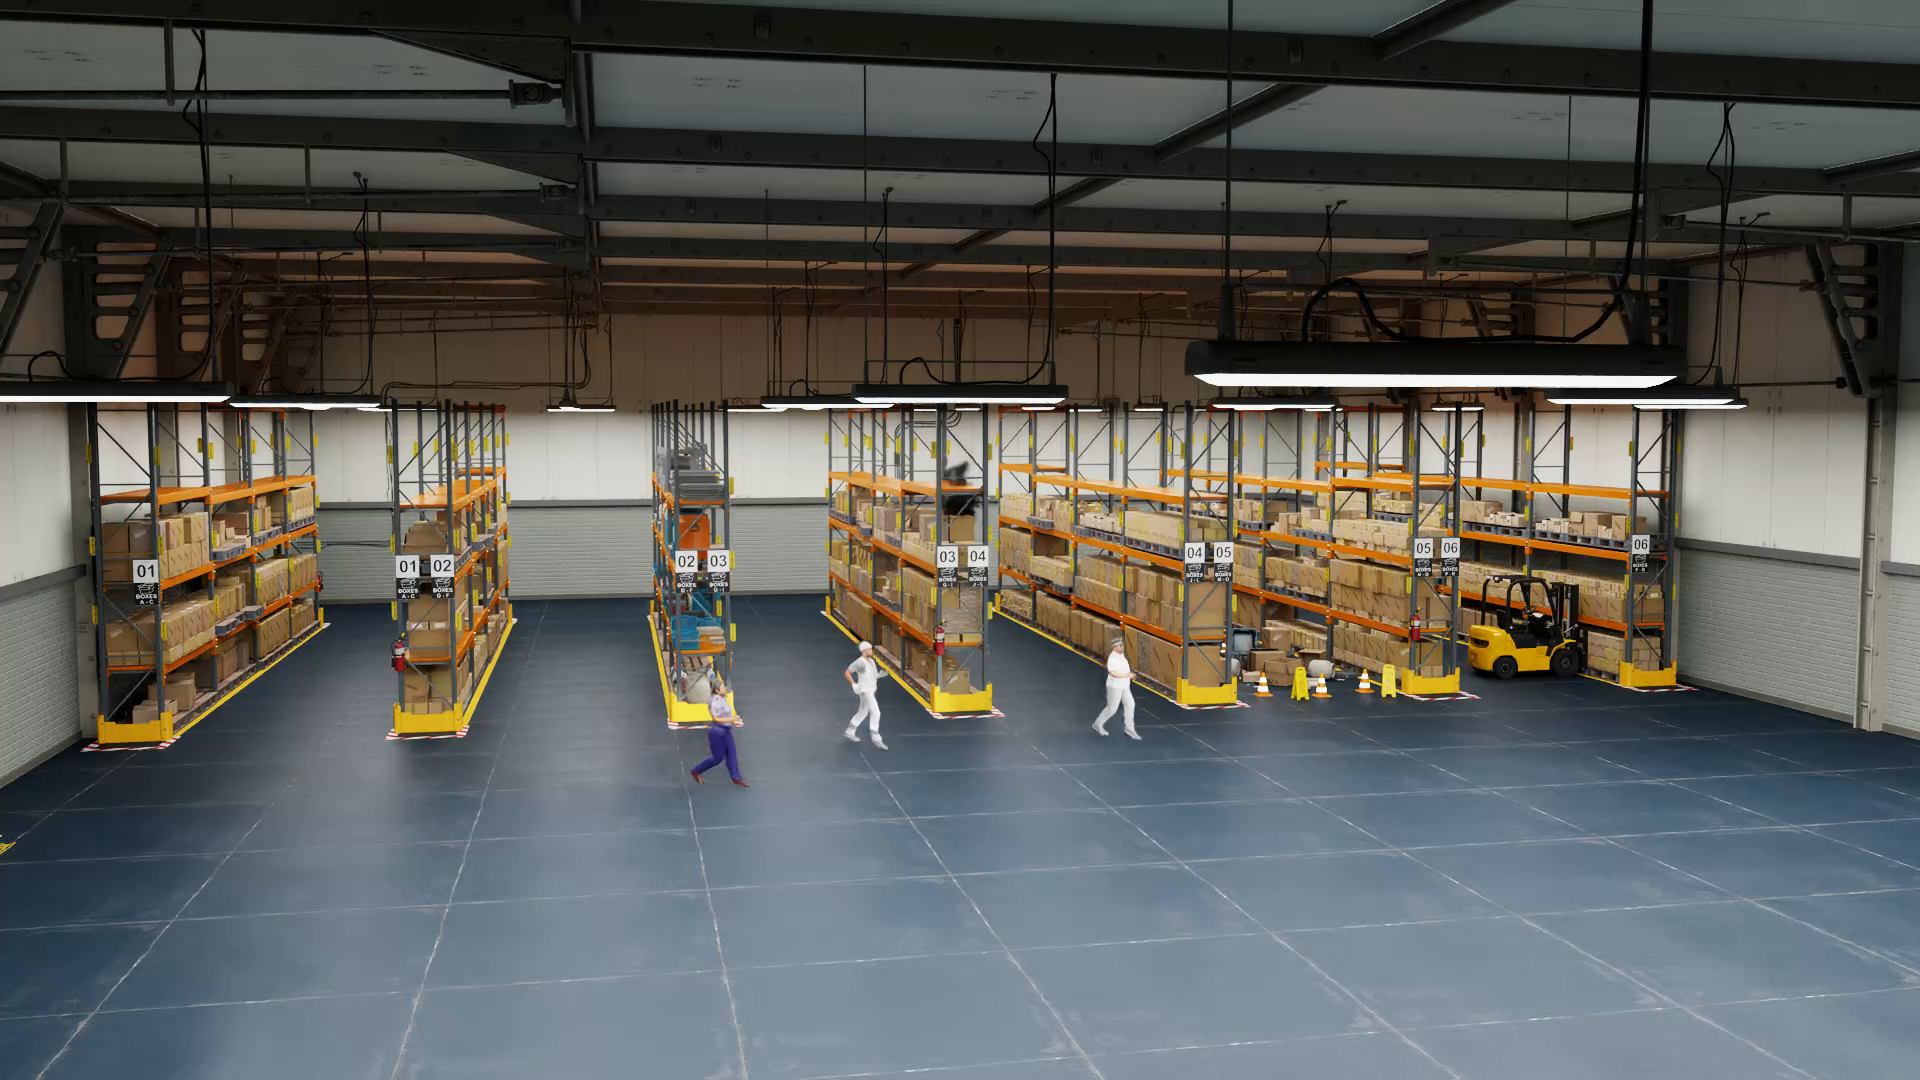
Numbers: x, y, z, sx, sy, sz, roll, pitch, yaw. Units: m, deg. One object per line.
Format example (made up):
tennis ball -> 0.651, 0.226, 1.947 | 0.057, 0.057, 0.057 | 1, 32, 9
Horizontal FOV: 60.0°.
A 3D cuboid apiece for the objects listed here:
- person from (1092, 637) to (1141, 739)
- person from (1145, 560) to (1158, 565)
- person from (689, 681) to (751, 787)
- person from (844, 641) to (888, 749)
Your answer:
person -> 2.771, 2.626, 29.451 | 0.863, 1.840, 0.662 | 2, 5, 27
person -> 5.908, 1.025, 51.043 | 0.979, 1.694, 0.743 | 0, 4, -4
person -> -3.675, 2.973, 25.406 | 0.924, 1.646, 0.606 | 0, 4, 2
person -> -1.624, 2.657, 28.619 | 0.839, 1.835, 0.649 | 1, 4, 16
